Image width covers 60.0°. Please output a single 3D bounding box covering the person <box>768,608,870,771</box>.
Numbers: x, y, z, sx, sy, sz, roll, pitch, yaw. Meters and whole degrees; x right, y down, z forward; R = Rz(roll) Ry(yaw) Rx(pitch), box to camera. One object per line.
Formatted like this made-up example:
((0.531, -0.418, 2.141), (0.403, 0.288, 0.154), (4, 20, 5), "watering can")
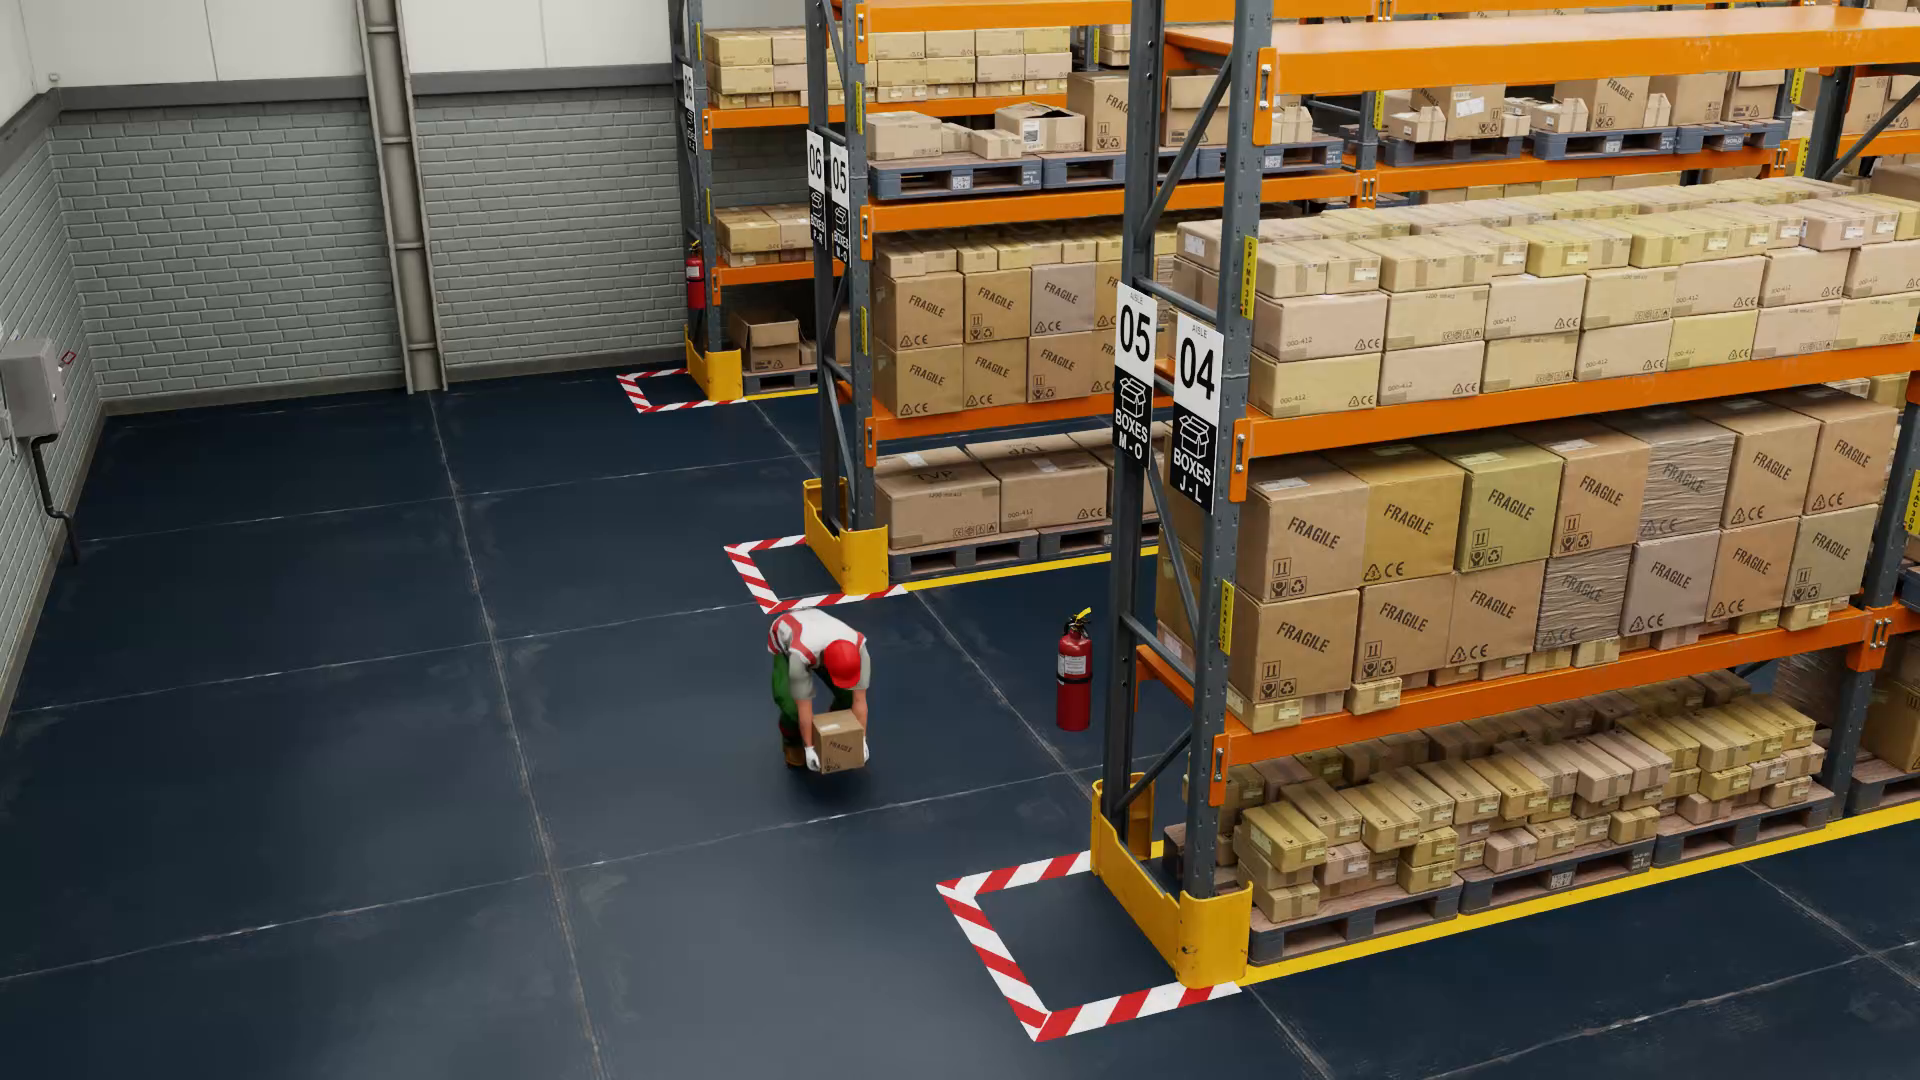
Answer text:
((-0.808, 0.889, 9.706), (0.535, 0.987, 0.950), (-9, 24, -21), "person")
